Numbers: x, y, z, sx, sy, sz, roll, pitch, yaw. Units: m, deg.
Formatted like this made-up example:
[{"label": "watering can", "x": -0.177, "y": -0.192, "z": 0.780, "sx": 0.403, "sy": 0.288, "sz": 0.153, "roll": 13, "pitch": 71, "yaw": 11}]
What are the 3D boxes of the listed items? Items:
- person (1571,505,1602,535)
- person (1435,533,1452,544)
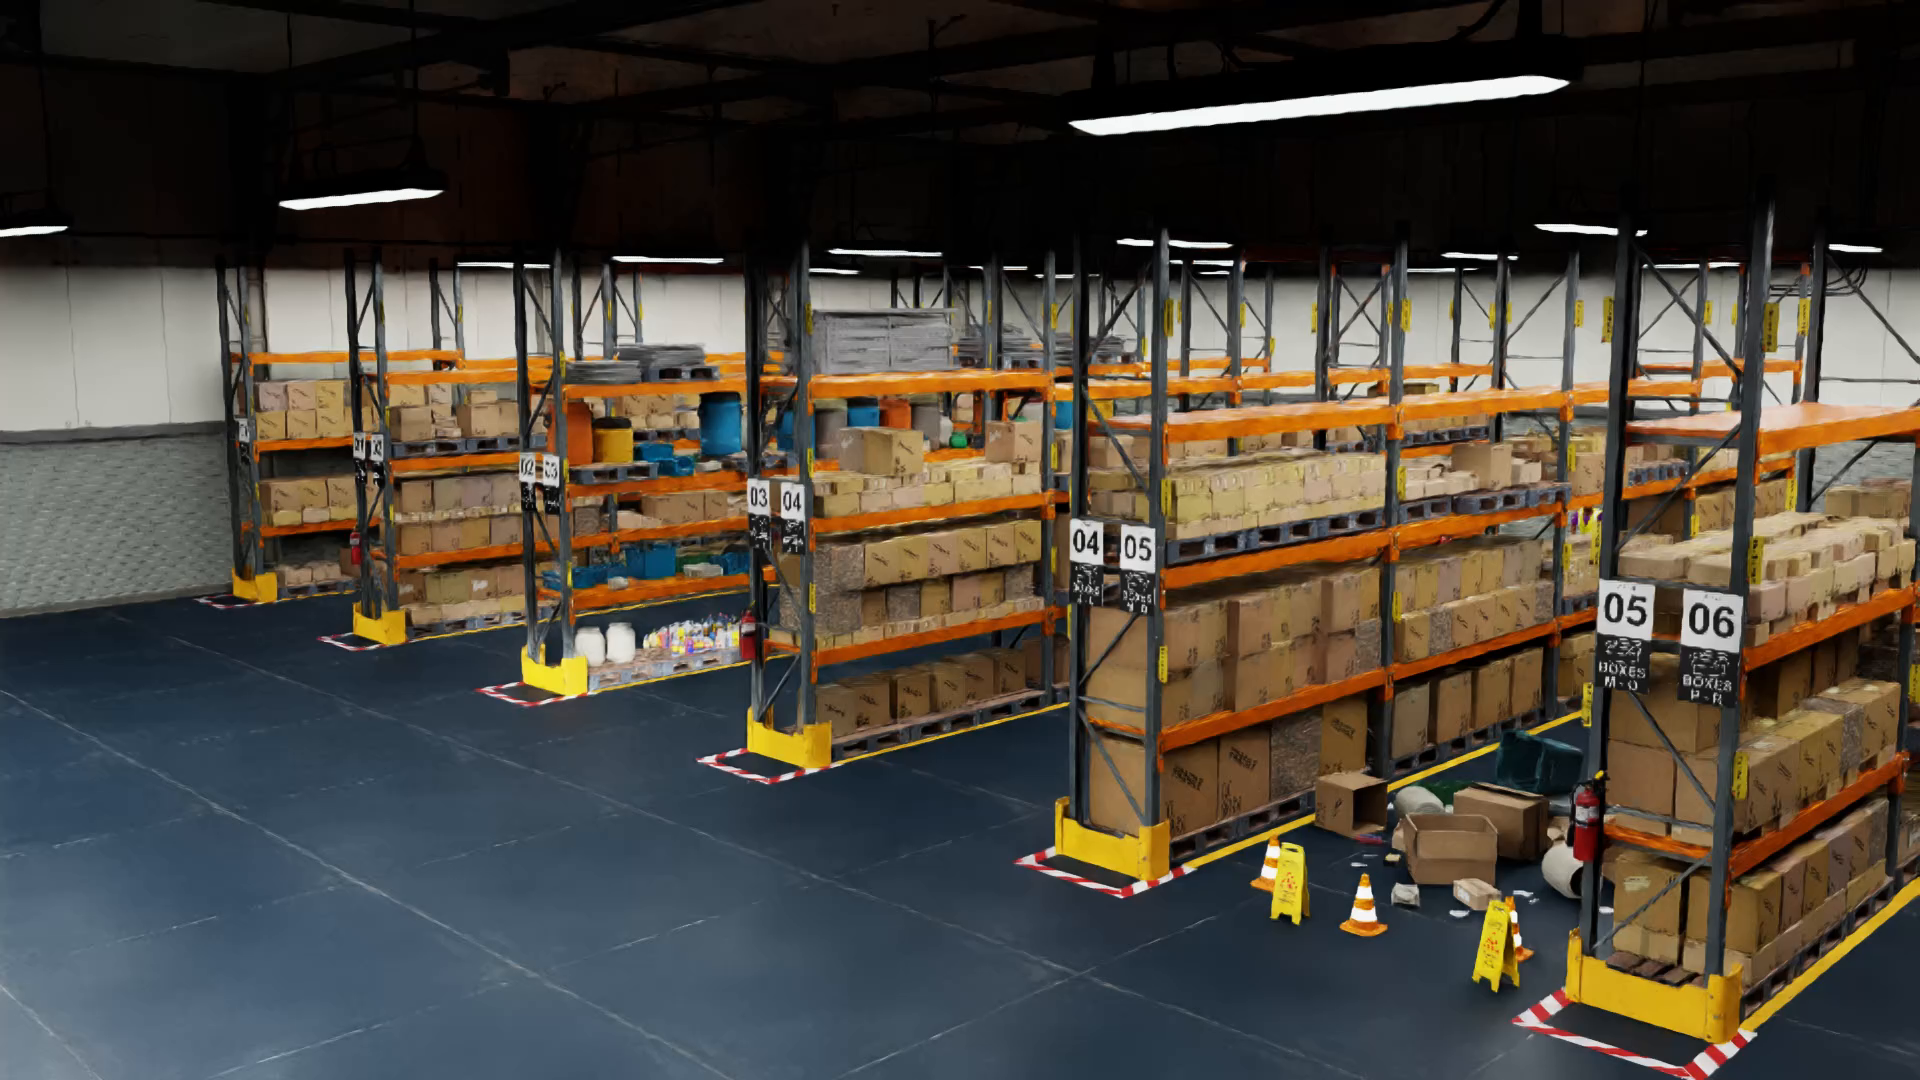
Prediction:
[{"label": "person", "x": 11.489, "y": 0.025, "z": 30.395, "sx": 0.719, "sy": 1.714, "sz": 0.578, "roll": 7, "pitch": 11, "yaw": 42}, {"label": "person", "x": 7.689, "y": 0.583, "z": 26.270, "sx": 0.456, "sy": 1.733, "sz": 0.593, "roll": 2, "pitch": 8, "yaw": 13}]
